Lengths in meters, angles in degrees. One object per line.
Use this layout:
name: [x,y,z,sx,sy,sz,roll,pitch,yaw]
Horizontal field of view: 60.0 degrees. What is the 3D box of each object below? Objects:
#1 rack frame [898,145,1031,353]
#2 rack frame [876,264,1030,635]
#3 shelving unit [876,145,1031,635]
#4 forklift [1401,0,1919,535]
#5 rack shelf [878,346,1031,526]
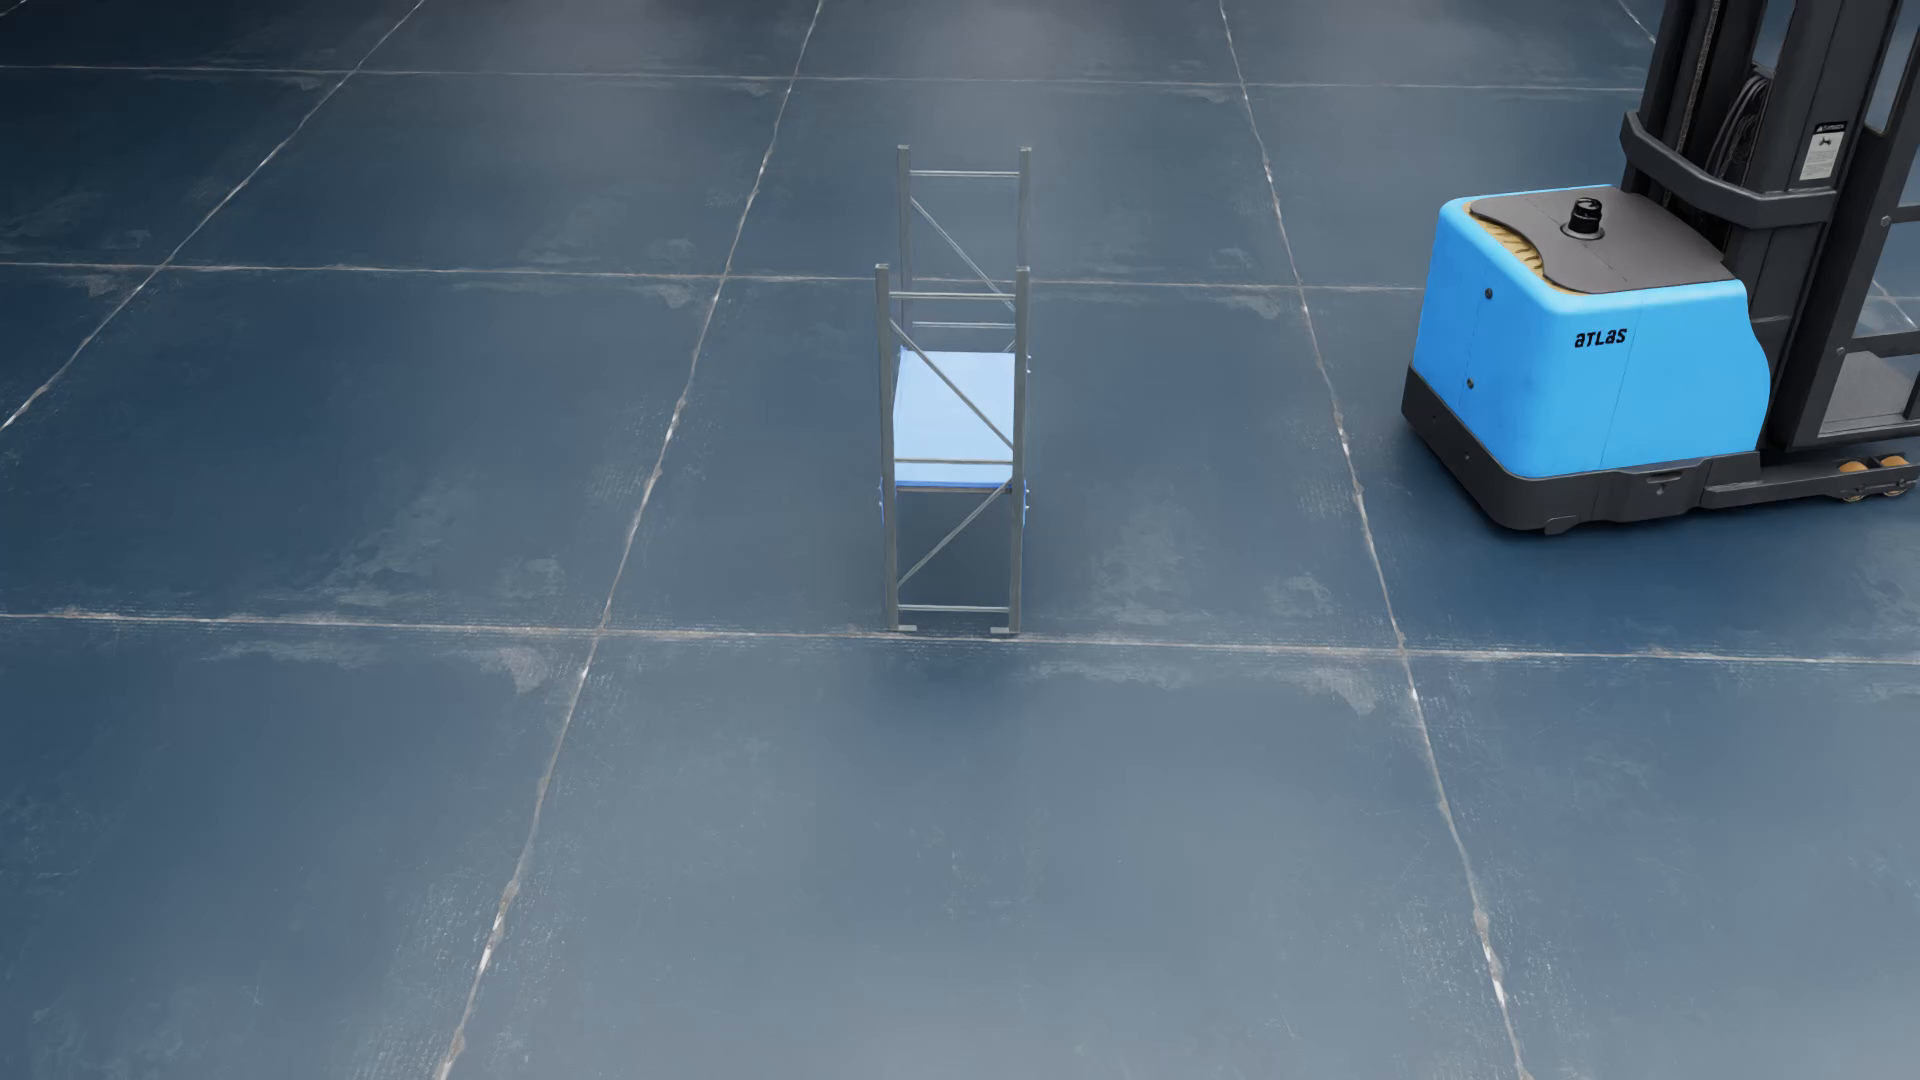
rack frame: [0.017,-0.857,6.665,0.500,1.500,0.032,1,35,2]
rack frame: [-0.024,-0.273,5.833,0.500,1.500,0.032,1,35,2]
shelving unit: [-0.003,-0.565,6.249,0.538,1.500,1.048,1,35,2]
forklift: [3.545,-1.650,6.549,3.031,2.935,1.130,-7,36,-10]
rack shelf: [-0.003,-0.417,6.352,0.538,0.185,1.000,1,35,2]
